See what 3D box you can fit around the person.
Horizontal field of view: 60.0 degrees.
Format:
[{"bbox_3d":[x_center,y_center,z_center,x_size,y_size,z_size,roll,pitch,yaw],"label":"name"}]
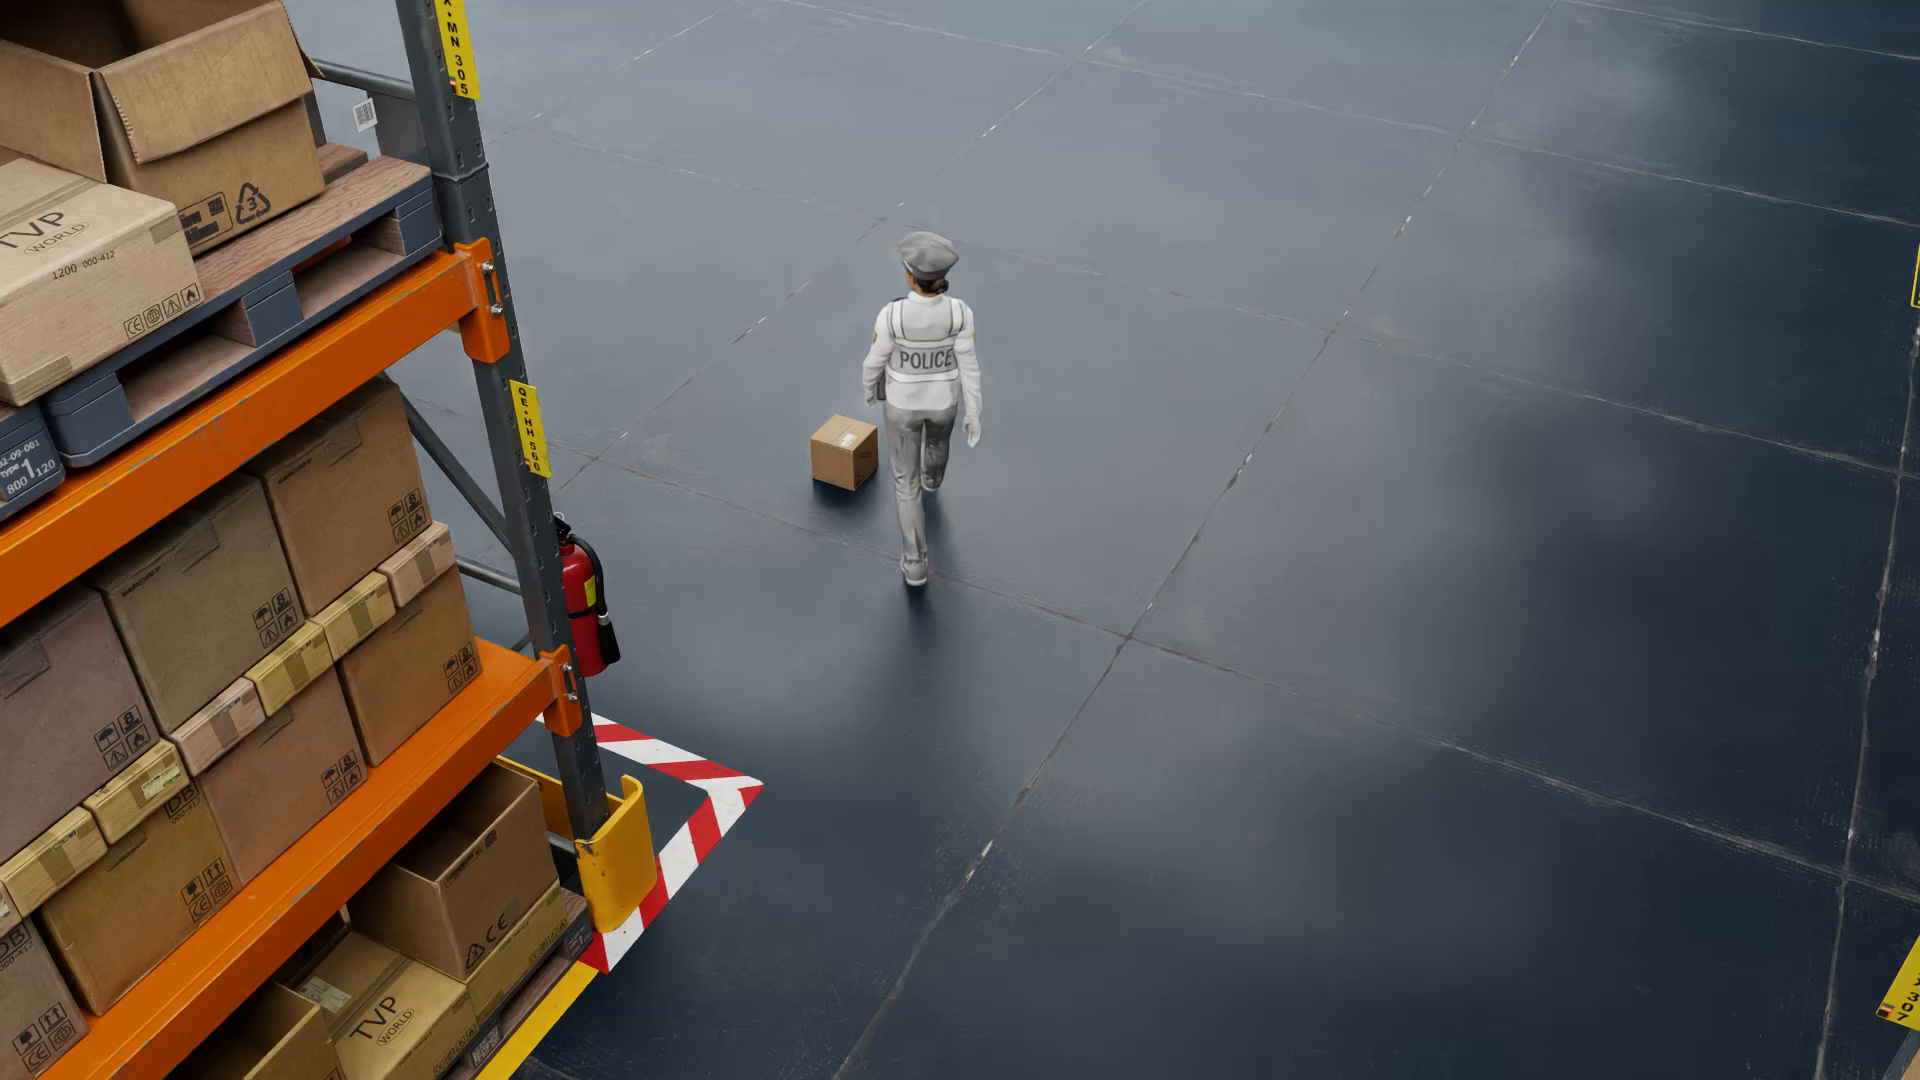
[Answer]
[{"bbox_3d":[-0.200,-0.705,7.642,0.514,1.607,1.013,-9,39,-11],"label":"person"}]
